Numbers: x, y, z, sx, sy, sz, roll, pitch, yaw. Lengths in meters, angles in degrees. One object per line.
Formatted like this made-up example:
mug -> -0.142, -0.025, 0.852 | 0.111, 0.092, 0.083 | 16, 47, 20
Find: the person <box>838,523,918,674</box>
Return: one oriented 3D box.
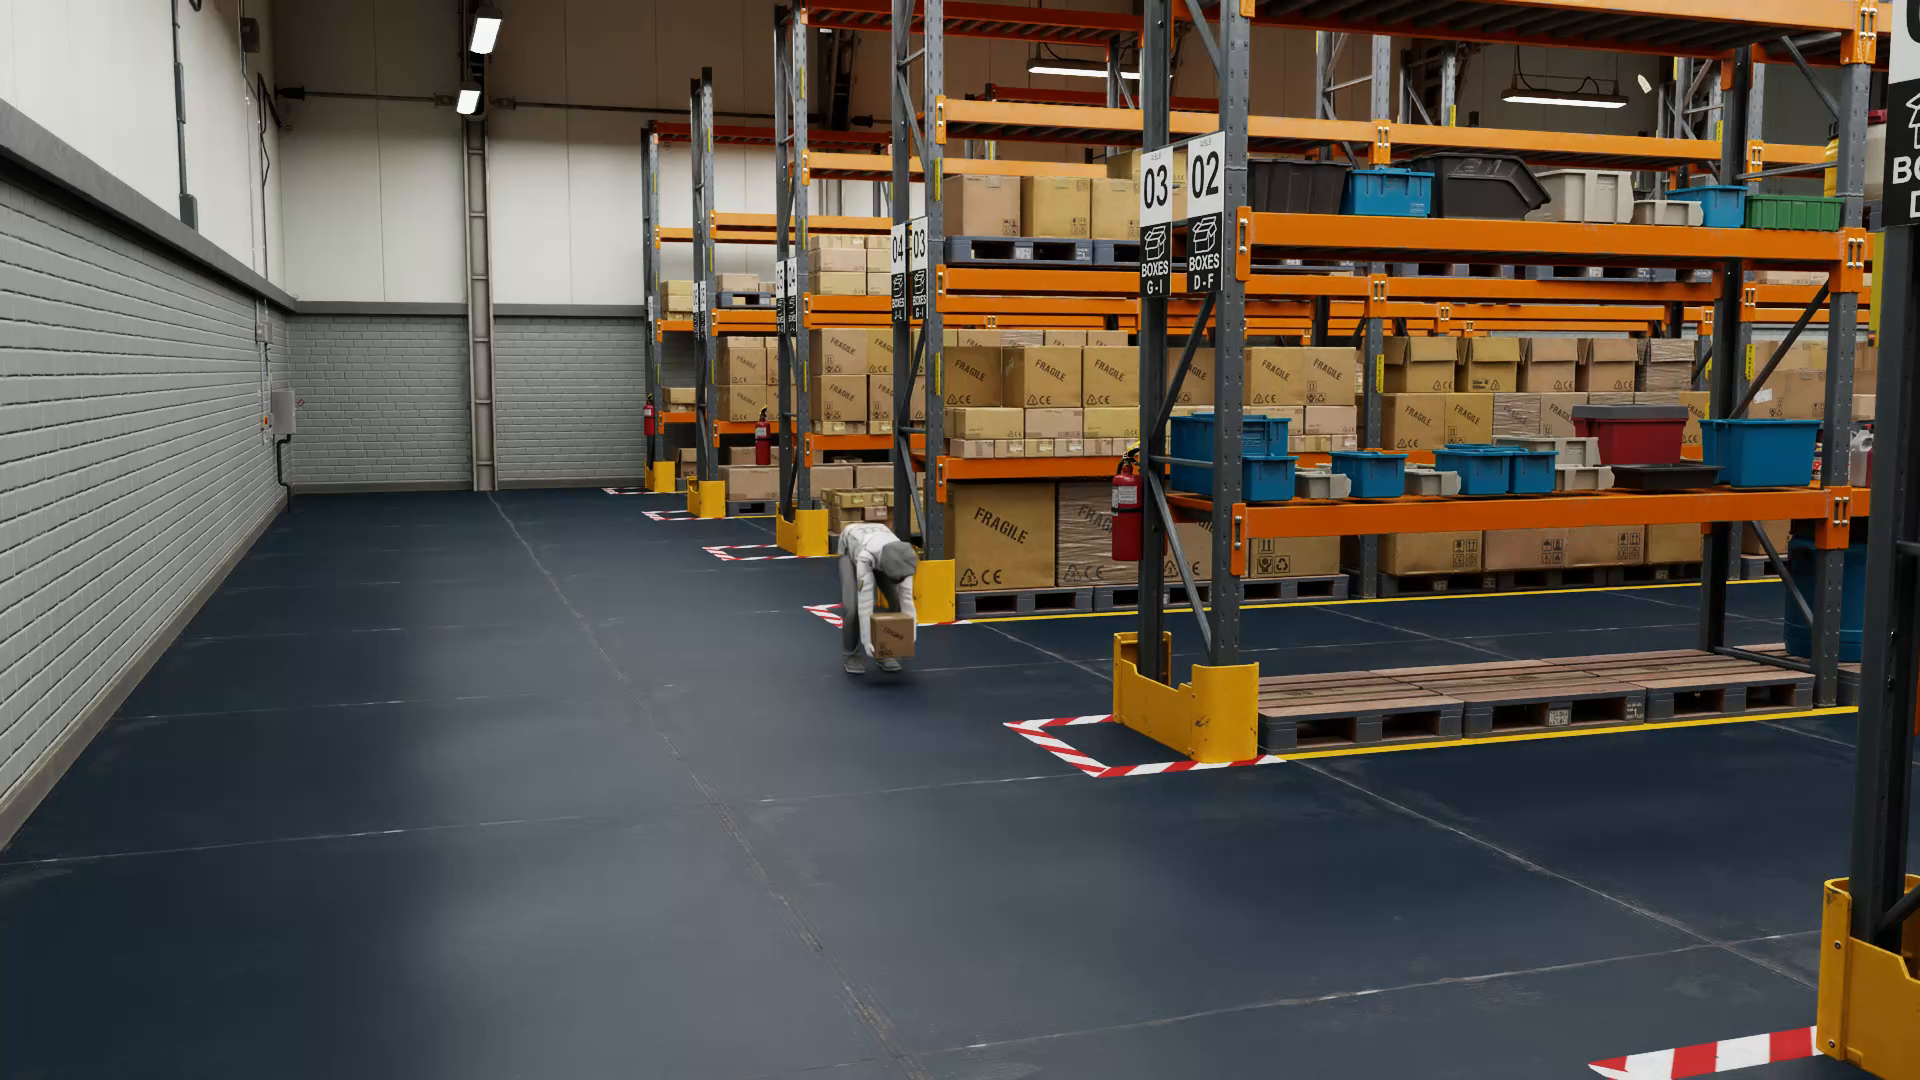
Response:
person -> -0.526, 0.403, 10.928 | 0.436, 0.994, 0.912 | -2, 6, -21
